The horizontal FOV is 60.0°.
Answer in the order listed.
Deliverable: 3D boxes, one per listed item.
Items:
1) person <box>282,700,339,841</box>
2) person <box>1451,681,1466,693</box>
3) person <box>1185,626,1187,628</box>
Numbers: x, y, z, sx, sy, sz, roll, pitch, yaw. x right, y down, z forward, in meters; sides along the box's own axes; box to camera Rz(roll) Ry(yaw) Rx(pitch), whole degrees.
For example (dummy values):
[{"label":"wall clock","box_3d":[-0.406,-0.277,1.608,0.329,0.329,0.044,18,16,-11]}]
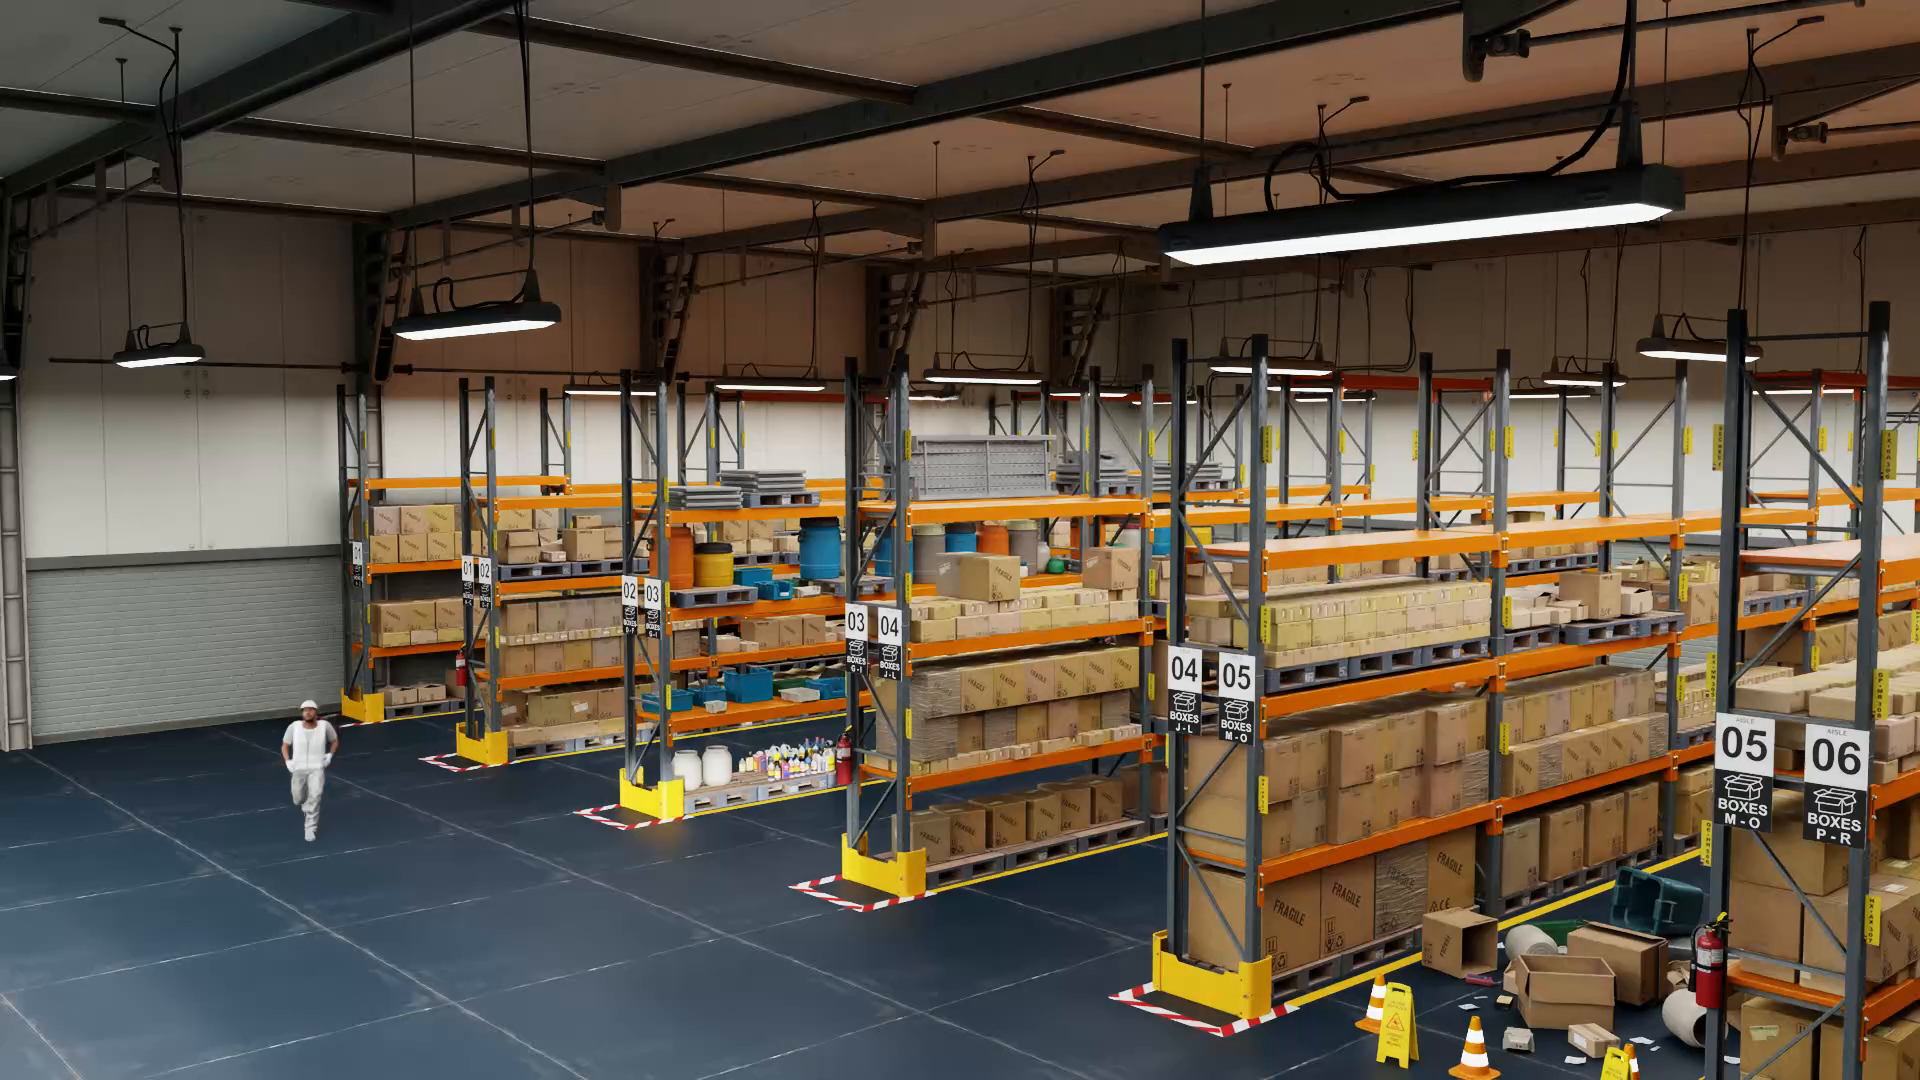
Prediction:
[{"label":"person","box_3d":[-8.315,2.880,21.271,0.676,1.663,0.800,-1,4,-12]},{"label":"person","box_3d":[6.726,2.806,22.485,0.709,1.856,0.839,3,5,42]},{"label":"person","box_3d":[4.468,2.006,34.418,0.642,1.805,0.884,2,4,32]}]
